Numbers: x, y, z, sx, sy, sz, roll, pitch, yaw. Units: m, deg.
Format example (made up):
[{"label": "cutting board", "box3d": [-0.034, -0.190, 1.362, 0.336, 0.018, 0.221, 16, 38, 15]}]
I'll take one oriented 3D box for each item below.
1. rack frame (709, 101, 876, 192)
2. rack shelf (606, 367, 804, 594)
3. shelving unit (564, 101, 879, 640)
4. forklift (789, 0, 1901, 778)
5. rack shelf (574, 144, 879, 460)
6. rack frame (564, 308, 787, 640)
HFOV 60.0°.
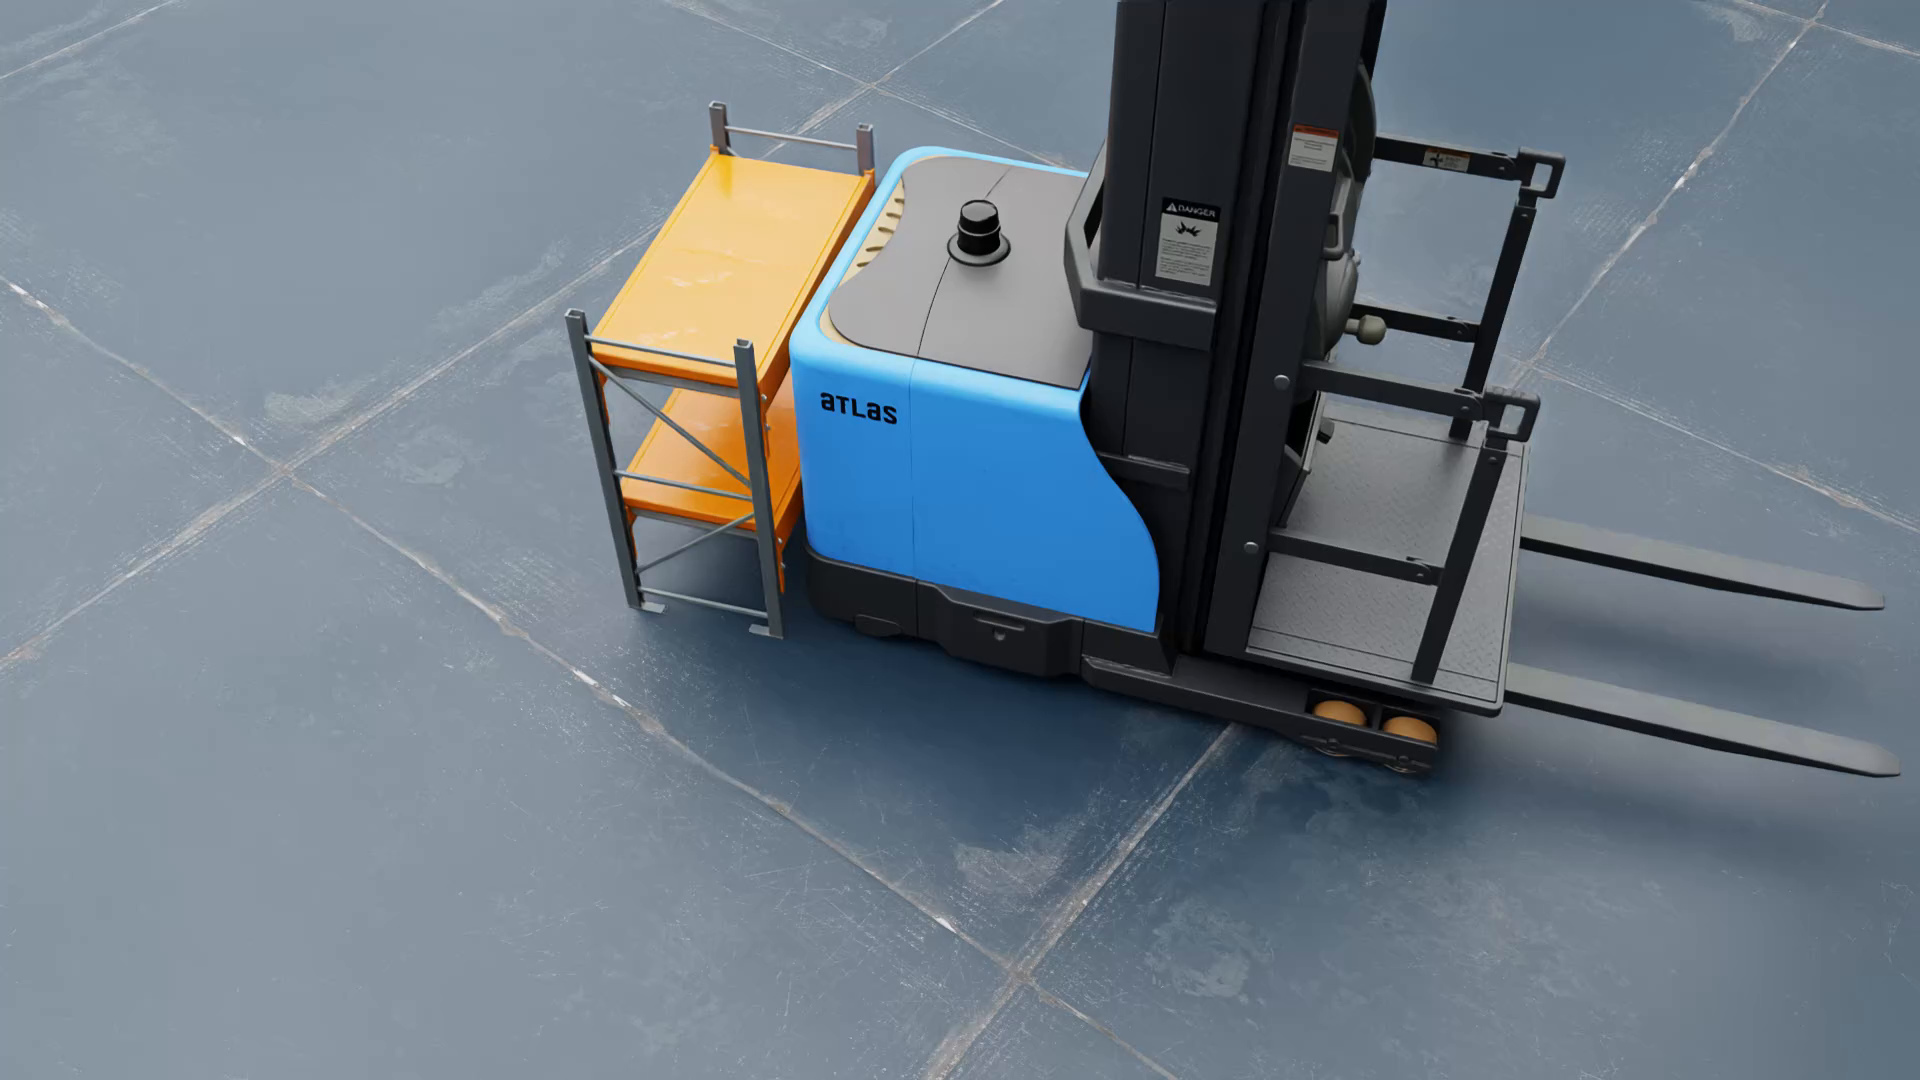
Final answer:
[{"label": "rack frame", "box3d": [-0.499, -0.858, 5.291, 0.500, 1.125, 0.032, 11, 47, 10]}, {"label": "rack shelf", "box3d": [-0.632, -0.334, 5.129, 0.538, 0.278, 1.000, 11, 47, 10]}, {"label": "shelving unit", "box3d": [-0.632, -0.503, 4.952, 0.538, 1.125, 1.048, 11, 47, 10]}, {"label": "forklift", "box3d": [1.117, -0.796, 3.984, 3.031, 2.935, 1.130, 13, 48, 12]}, {"label": "rack shelf", "box3d": [-0.632, -0.705, 4.741, 0.538, 0.278, 1.000, 11, 47, 10]}, {"label": "rack frame", "box3d": [-0.764, -0.148, 4.613, 0.500, 1.125, 0.032, 11, 47, 10]}]
